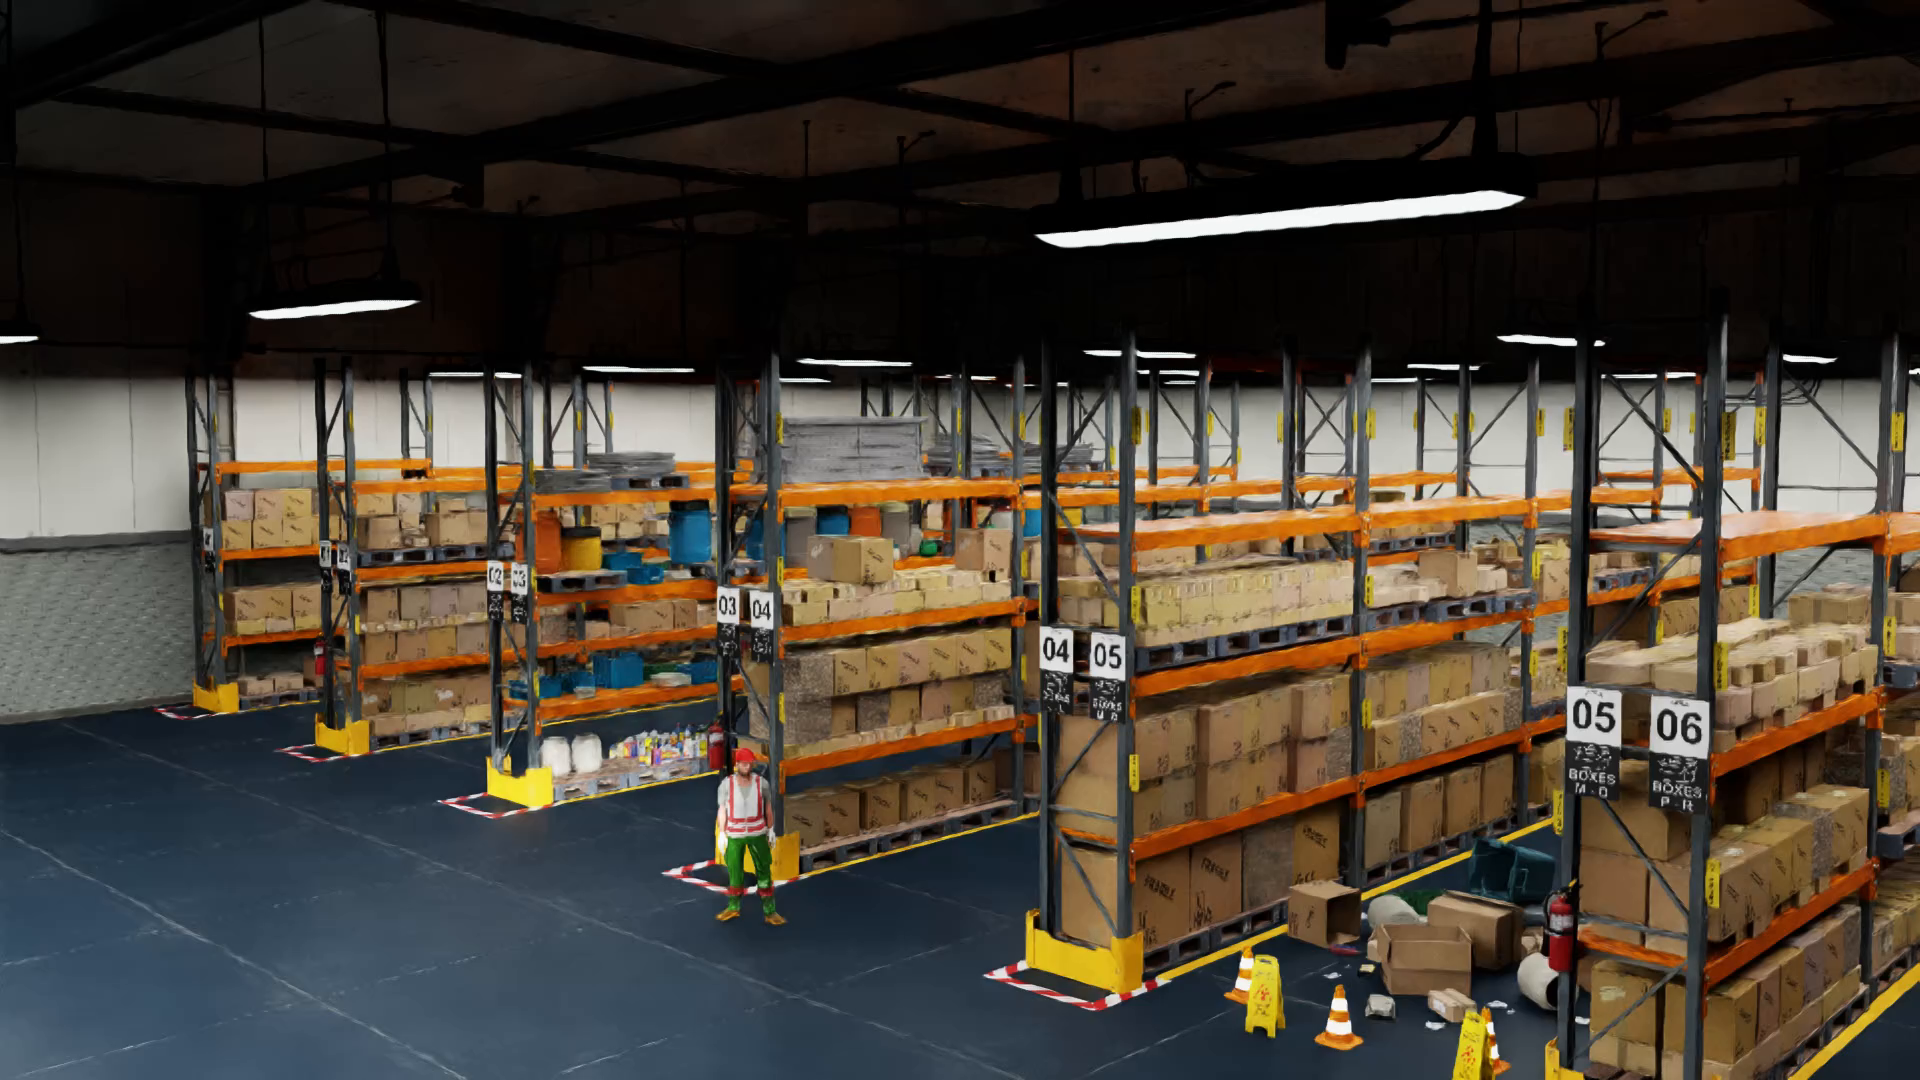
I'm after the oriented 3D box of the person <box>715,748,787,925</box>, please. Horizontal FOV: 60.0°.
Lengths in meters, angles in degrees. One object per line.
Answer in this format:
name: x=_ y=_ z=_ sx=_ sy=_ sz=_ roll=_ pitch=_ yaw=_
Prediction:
person: x=-2.125 y=2.974 z=16.788 sx=0.715 sy=1.785 sz=0.530 roll=-1 pitch=4 yaw=-9
